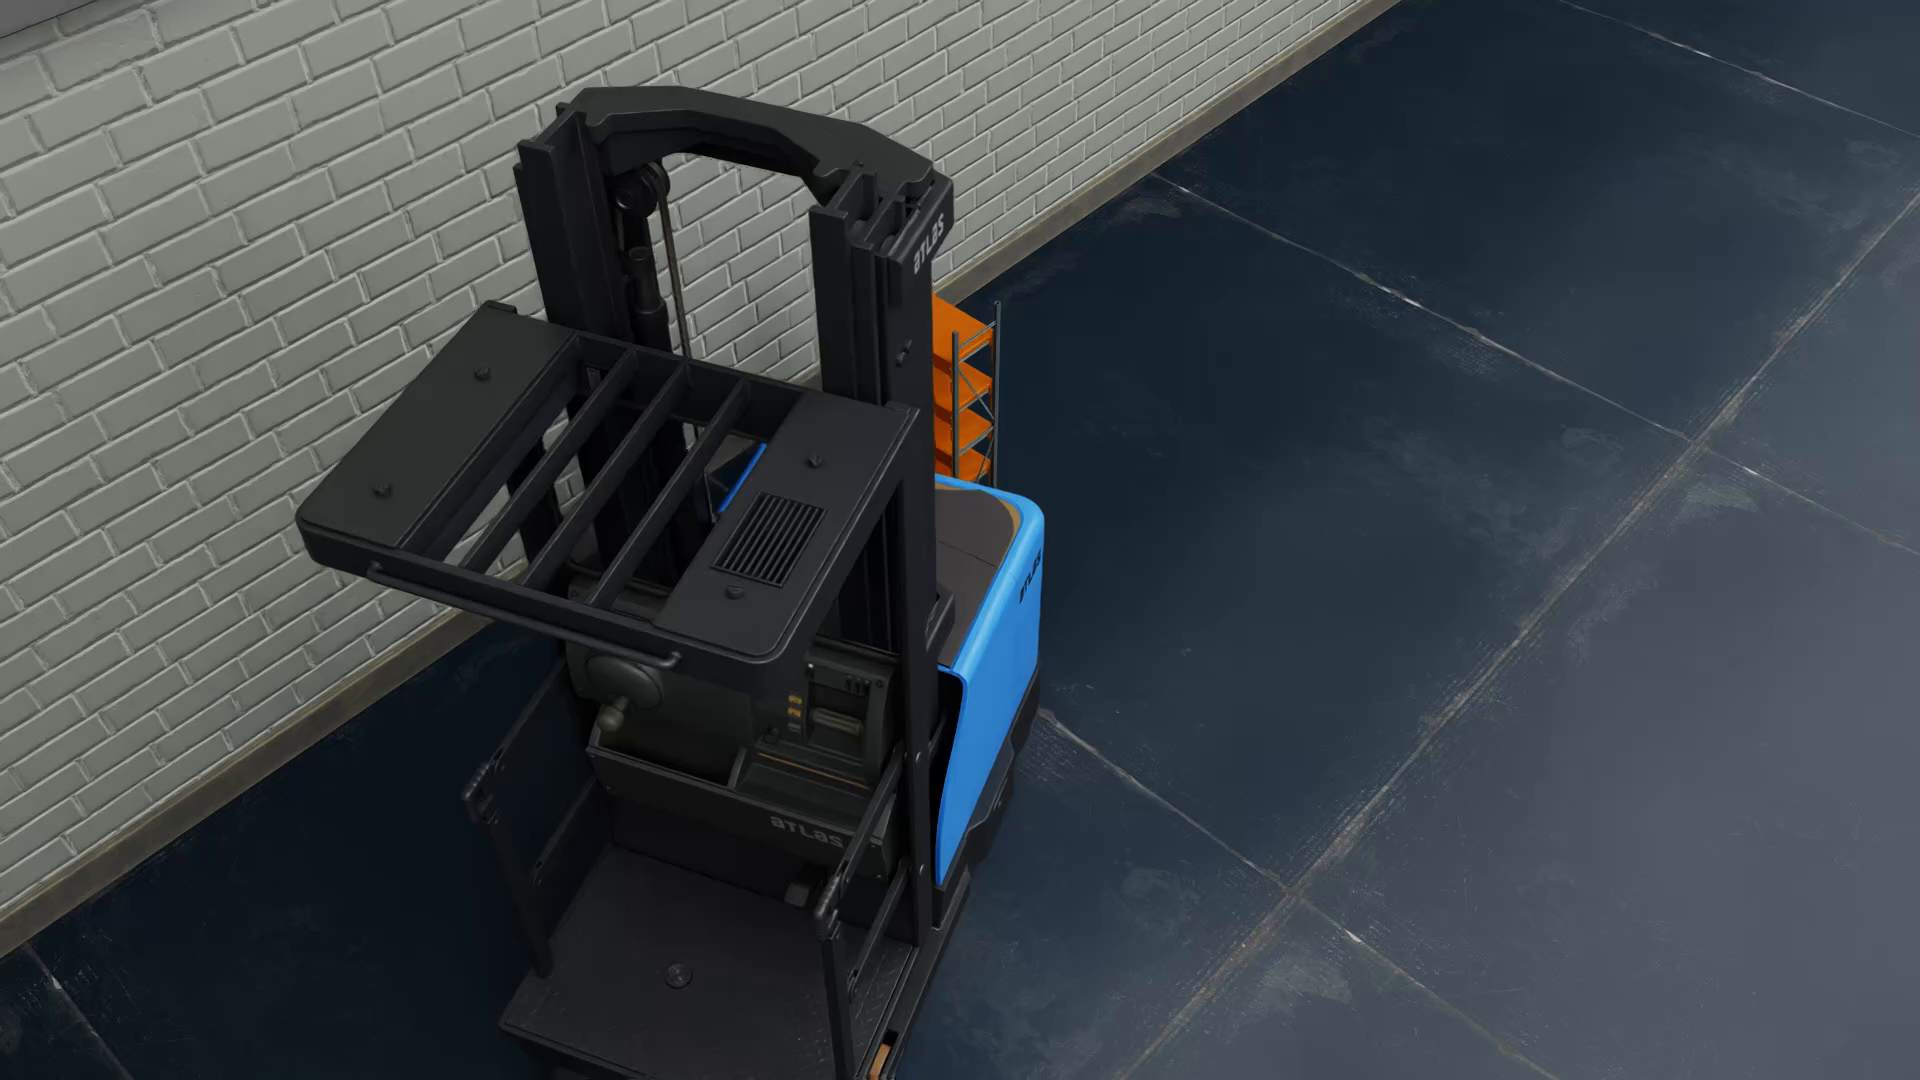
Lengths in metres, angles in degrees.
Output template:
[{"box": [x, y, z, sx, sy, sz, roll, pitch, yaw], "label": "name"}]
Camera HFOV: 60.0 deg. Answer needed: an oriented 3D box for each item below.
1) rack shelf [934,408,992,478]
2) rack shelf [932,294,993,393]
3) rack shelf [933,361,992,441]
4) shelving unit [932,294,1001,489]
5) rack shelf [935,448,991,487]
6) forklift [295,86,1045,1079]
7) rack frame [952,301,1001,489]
[{"box": [-0.122, -0.446, 6.438, 0.480, 0.148, 0.258, 34, 55, 28], "label": "rack shelf"}, {"box": [-0.122, -0.762, 6.103, 0.480, 0.148, 0.258, 34, 55, 28], "label": "rack shelf"}, {"box": [-0.122, -0.600, 6.275, 0.480, 0.148, 0.258, 34, 55, 28], "label": "rack shelf"}, {"box": [-0.122, -0.493, 6.389, 0.503, 1.200, 0.258, 34, 55, 28], "label": "shelving unit"}, {"box": [-0.122, -0.311, 6.583, 0.480, 0.148, 0.258, 34, 55, 28], "label": "rack shelf"}, {"box": [-0.699, 0.490, 4.280, 1.130, 2.935, 3.031, 15, 49, 14], "label": "forklift"}, {"box": [0.058, -0.372, 6.276, 0.015, 1.200, 0.240, 34, 55, 28], "label": "rack frame"}]
